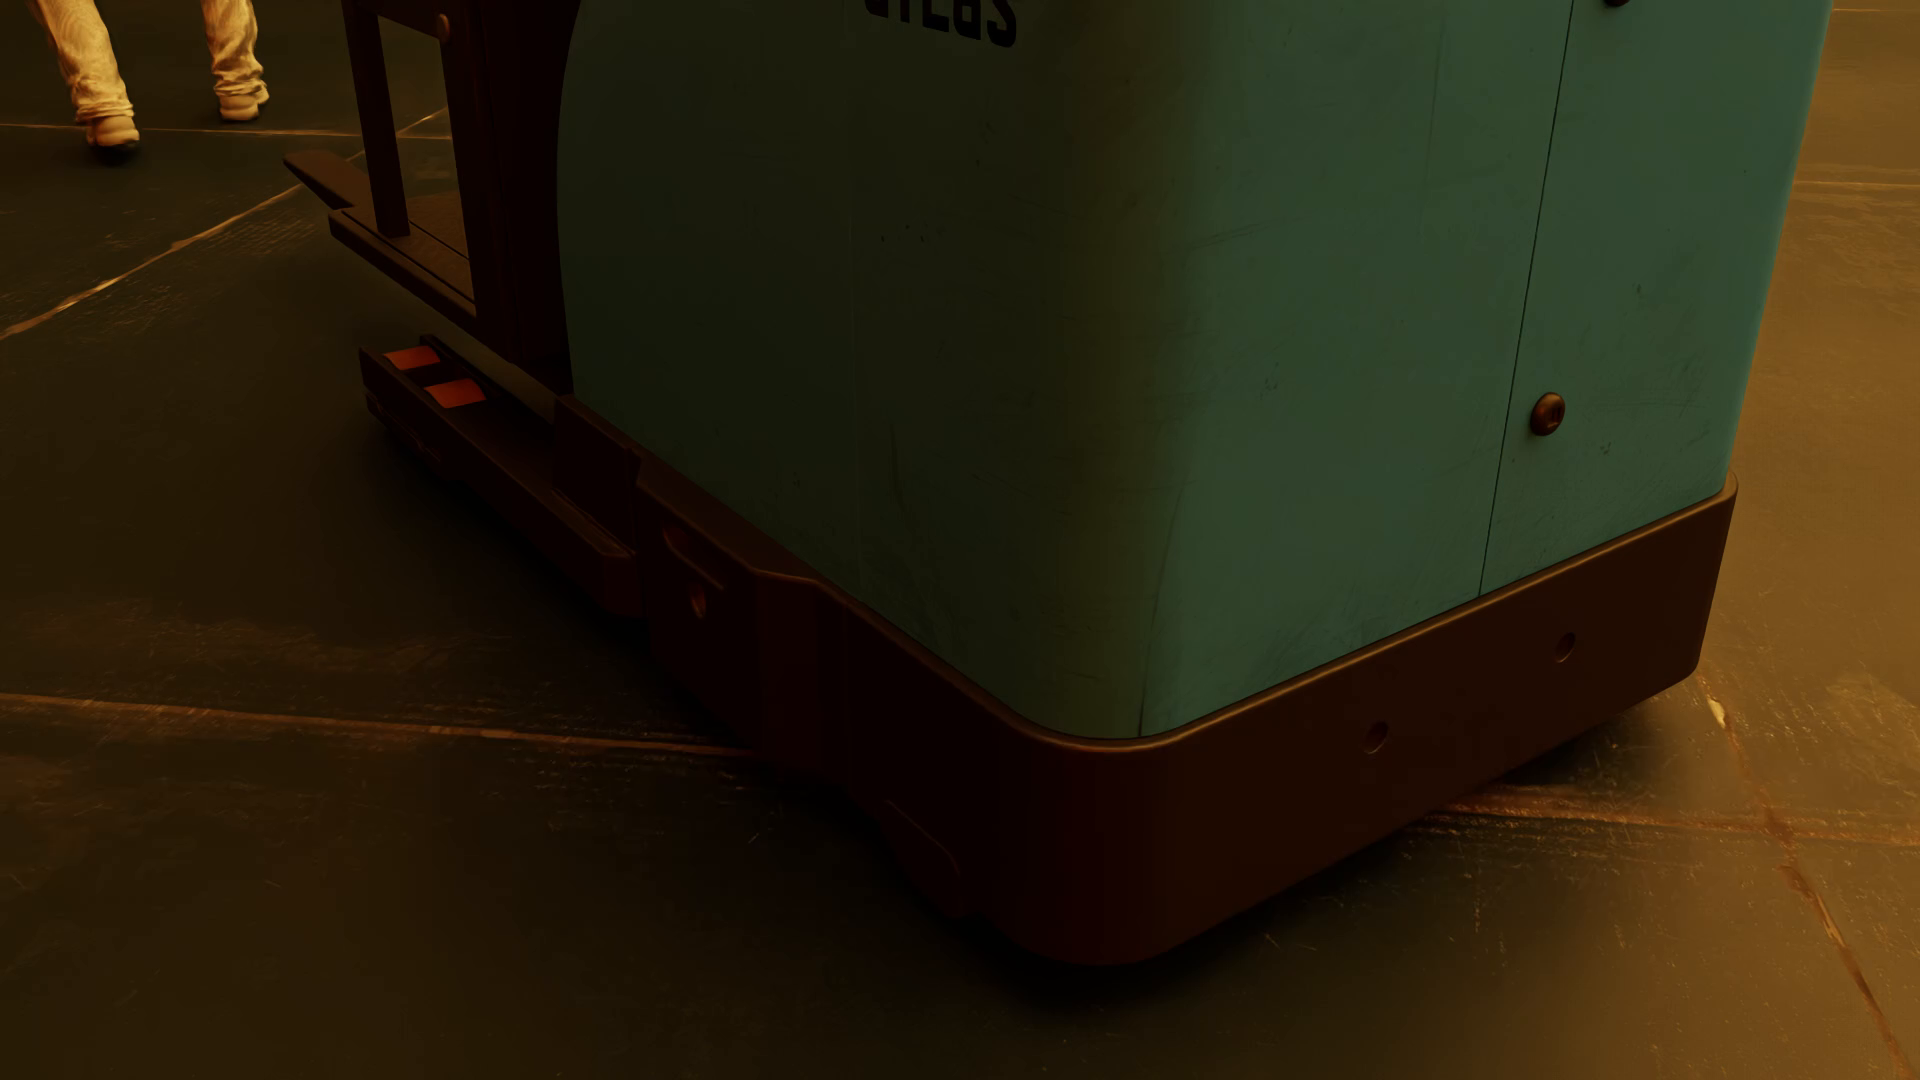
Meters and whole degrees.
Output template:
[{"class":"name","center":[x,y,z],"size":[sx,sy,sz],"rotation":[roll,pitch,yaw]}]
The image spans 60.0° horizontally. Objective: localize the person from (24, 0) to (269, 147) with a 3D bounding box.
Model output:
[{"class":"person","center":[-2.291,-2.009,4.683],"size":[0.853,1.634,0.879],"rotation":[-20,33,-34]}]

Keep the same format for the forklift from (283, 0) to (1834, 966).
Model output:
[{"class":"forklift","center":[-0.356,-1.517,2.257],"size":[1.130,2.935,3.031],"rotation":[-18,32,-32]}]
